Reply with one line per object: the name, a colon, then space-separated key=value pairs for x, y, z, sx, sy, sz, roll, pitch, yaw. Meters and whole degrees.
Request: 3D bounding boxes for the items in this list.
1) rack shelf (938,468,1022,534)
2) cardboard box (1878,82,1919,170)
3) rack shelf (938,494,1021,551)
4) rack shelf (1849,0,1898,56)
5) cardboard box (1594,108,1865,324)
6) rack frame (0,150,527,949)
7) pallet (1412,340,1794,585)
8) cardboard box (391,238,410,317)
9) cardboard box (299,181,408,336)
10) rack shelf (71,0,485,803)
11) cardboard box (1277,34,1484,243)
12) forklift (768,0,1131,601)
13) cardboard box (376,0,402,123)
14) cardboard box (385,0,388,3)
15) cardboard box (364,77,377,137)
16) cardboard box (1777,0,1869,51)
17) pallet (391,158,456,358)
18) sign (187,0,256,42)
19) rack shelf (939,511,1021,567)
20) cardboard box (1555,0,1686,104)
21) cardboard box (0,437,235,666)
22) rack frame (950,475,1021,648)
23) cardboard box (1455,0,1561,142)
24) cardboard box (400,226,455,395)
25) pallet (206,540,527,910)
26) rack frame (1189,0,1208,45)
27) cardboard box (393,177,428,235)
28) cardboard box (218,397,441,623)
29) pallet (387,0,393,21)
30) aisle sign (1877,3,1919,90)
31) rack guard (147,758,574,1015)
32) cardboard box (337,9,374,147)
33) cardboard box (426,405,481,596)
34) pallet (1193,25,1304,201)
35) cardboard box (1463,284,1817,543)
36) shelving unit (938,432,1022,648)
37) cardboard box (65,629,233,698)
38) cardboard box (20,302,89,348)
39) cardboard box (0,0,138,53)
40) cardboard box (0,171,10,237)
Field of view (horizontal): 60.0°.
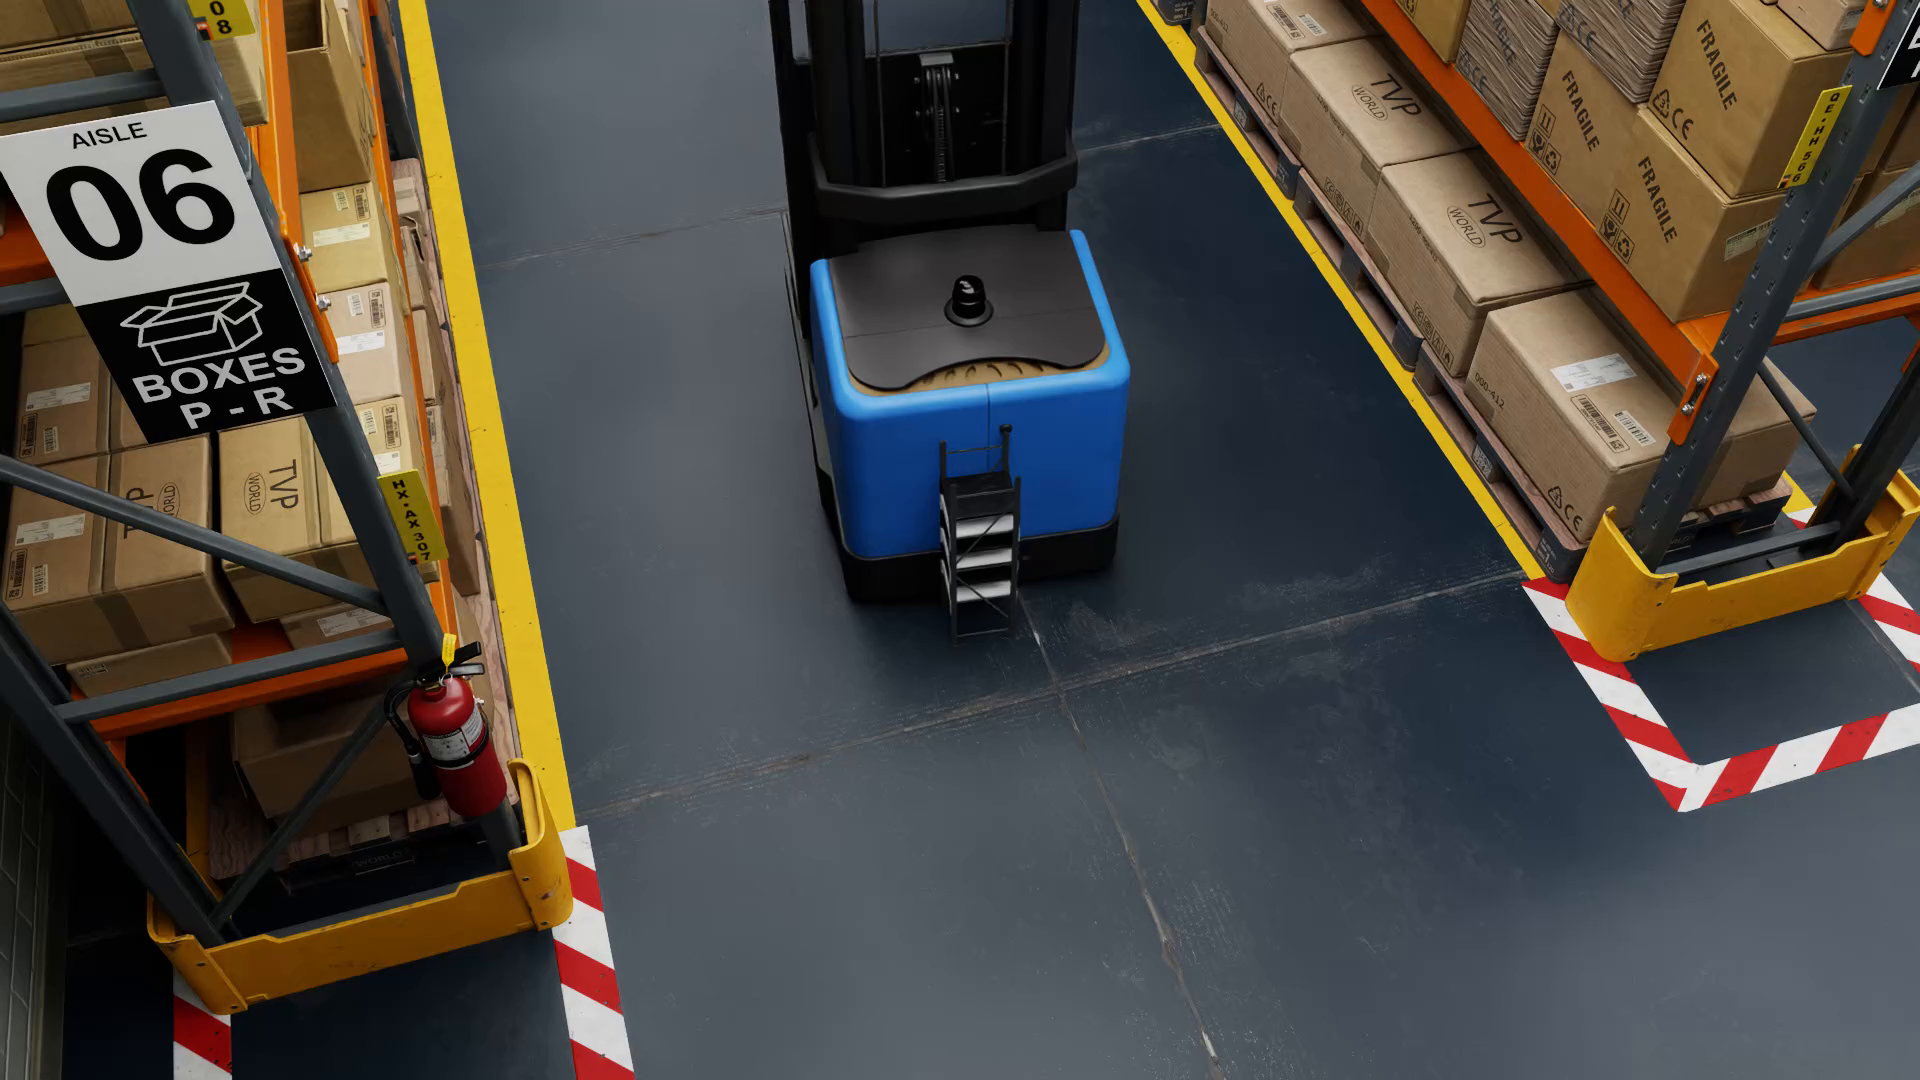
rack shelf: x=0.068 y=-0.136 z=5.756 sx=0.258 sy=0.077 sz=0.200 roll=-8 pitch=50 yaw=-7
cardboard box: x=3.019 y=-1.544 z=5.160 sx=0.500 sy=0.500 sz=0.500 roll=-14 pitch=51 yaw=-12
rack shelf: x=0.068 y=-0.078 z=5.825 sx=0.258 sy=0.077 sz=0.200 roll=-8 pitch=50 yaw=-7
rack shelf: x=2.297 y=-2.970 z=5.590 sx=1.077 sy=0.370 sz=4.000 roll=-13 pitch=51 yaw=-11
cardboard box: x=2.493 y=-1.099 z=5.439 sx=0.500 sy=0.500 sz=0.500 roll=-13 pitch=51 yaw=-11
rack frame: x=-1.852 y=0.350 z=4.282 sx=1.000 sy=3.000 sz=0.127 roll=-13 pitch=51 yaw=-11
pallet: x=2.577 y=-0.442 z=6.774 sx=1.003 sy=0.211 sz=1.213 roll=-13 pitch=51 yaw=-11
cardboard box: x=-2.021 y=-0.823 z=5.436 sx=0.380 sy=0.149 sz=0.250 roll=-15 pitch=51 yaw=-12
cardboard box: x=-2.031 y=-0.827 z=5.178 sx=0.500 sy=0.250 sz=0.500 roll=-14 pitch=51 yaw=-12
rack shelf: x=-2.443 y=-0.878 z=5.789 sx=1.077 sy=0.370 sz=4.000 roll=-13 pitch=51 yaw=-11
cardboard box: x=2.054 y=-1.869 z=7.555 sx=0.875 sy=0.438 sz=0.875 roll=-15 pitch=51 yaw=-12
forklift: x=-0.166 y=-1.867 z=6.197 sx=1.130 sy=2.935 sz=3.031 roll=-8 pitch=50 yaw=-7
cardboard box: x=-2.963 y=-2.305 z=7.881 sx=0.500 sy=0.500 sz=0.500 roll=-11 pitch=51 yaw=-9
cardboard box: x=-3.273 y=-3.057 z=8.515 sx=0.500 sy=0.500 sz=0.500 roll=-15 pitch=51 yaw=-12
cardboard box: x=-2.348 y=-1.567 z=6.063 sx=0.380 sy=0.149 sz=0.250 roll=-14 pitch=51 yaw=-12
cardboard box: x=2.591 y=-1.555 z=4.745 sx=0.380 sy=0.149 sz=0.250 roll=-13 pitch=51 yaw=-10
pallet: x=-2.833 y=-1.170 z=7.388 sx=1.003 sy=0.211 sz=1.213 roll=-13 pitch=51 yaw=-11
sign: x=-1.334 y=-1.021 z=2.905 sx=0.100 sy=0.325 sz=0.005 roll=-13 pitch=51 yaw=-11
rack shelf: x=0.068 y=-0.020 z=5.894 sx=0.258 sy=0.077 sz=0.200 roll=-8 pitch=50 yaw=-7
cardboard box: x=2.336 y=-1.802 z=5.378 sx=0.500 sy=0.500 sz=0.500 roll=-13 pitch=51 yaw=-11
cardboard box: x=-2.242 y=0.027 z=4.459 sx=0.500 sy=0.250 sz=0.500 roll=-12 pitch=51 yaw=-10
rack frame: x=0.086 y=0.093 z=5.873 sx=0.240 sy=0.900 sz=0.006 roll=-8 pitch=50 yaw=-7
cardboard box: x=2.198 y=-1.843 z=6.066 sx=0.500 sy=0.500 sz=0.500 roll=-12 pitch=51 yaw=-10
cardboard box: x=-2.465 y=-0.839 z=6.645 sx=0.700 sy=0.500 sz=0.500 roll=-15 pitch=52 yaw=-12
pallet: x=-2.111 y=0.612 z=5.886 sx=1.003 sy=0.211 sz=1.213 roll=-13 pitch=51 yaw=-11
rack frame: x=1.706 y=-3.696 z=7.694 sx=1.000 sy=3.000 sz=0.127 roll=-13 pitch=51 yaw=-11
cardboard box: x=-2.590 y=-1.447 z=7.388 sx=0.380 sy=0.149 sz=0.250 roll=-15 pitch=51 yaw=-12
cardboard box: x=-1.729 y=-0.089 z=4.557 sx=0.500 sy=0.250 sz=0.500 roll=-13 pitch=51 yaw=-11
pallet: x=-3.676 y=-3.150 z=9.058 sx=1.003 sy=0.211 sz=1.213 roll=-13 pitch=51 yaw=-11
aisle sign: x=2.614 y=-1.490 z=4.133 sx=0.394 sy=0.787 sz=0.004 roll=-13 pitch=51 yaw=-11
rack guard: x=-1.874 y=1.101 z=5.285 sx=1.175 sy=0.500 sz=0.348 roll=-13 pitch=51 yaw=-11
cardboard box: x=-2.354 y=-1.572 z=5.807 sx=0.500 sy=0.250 sz=0.500 roll=-14 pitch=51 yaw=-11
cardboard box: x=-2.158 y=-0.080 z=6.006 sx=0.700 sy=0.500 sz=0.500 roll=-11 pitch=51 yaw=-9
pallet: x=1.856 y=-2.224 z=8.277 sx=1.003 sy=0.211 sz=1.213 roll=-13 pitch=51 yaw=-11
cardboard box: x=2.598 y=-0.543 z=6.437 sx=0.875 sy=0.438 sz=0.875 roll=-15 pitch=51 yaw=-12
shelving unit: x=0.068 y=0.017 z=5.937 sx=0.258 sy=0.900 sz=0.210 roll=-8 pitch=50 yaw=-7
cardboard box: x=-2.206 y=0.250 z=4.531 sx=0.380 sy=0.149 sz=0.250 roll=-14 pitch=51 yaw=-11
cardboard box: x=-2.535 y=-0.713 z=5.082 sx=0.500 sy=0.250 sz=0.500 roll=-12 pitch=51 yaw=-10
cardboard box: x=-1.743 y=-1.206 z=3.209 sx=0.500 sy=0.250 sz=0.500 roll=-14 pitch=51 yaw=-11
cardboard box: x=-2.168 y=-0.717 z=3.384 sx=0.380 sy=0.149 sz=0.250 roll=-12 pitch=51 yaw=-10
